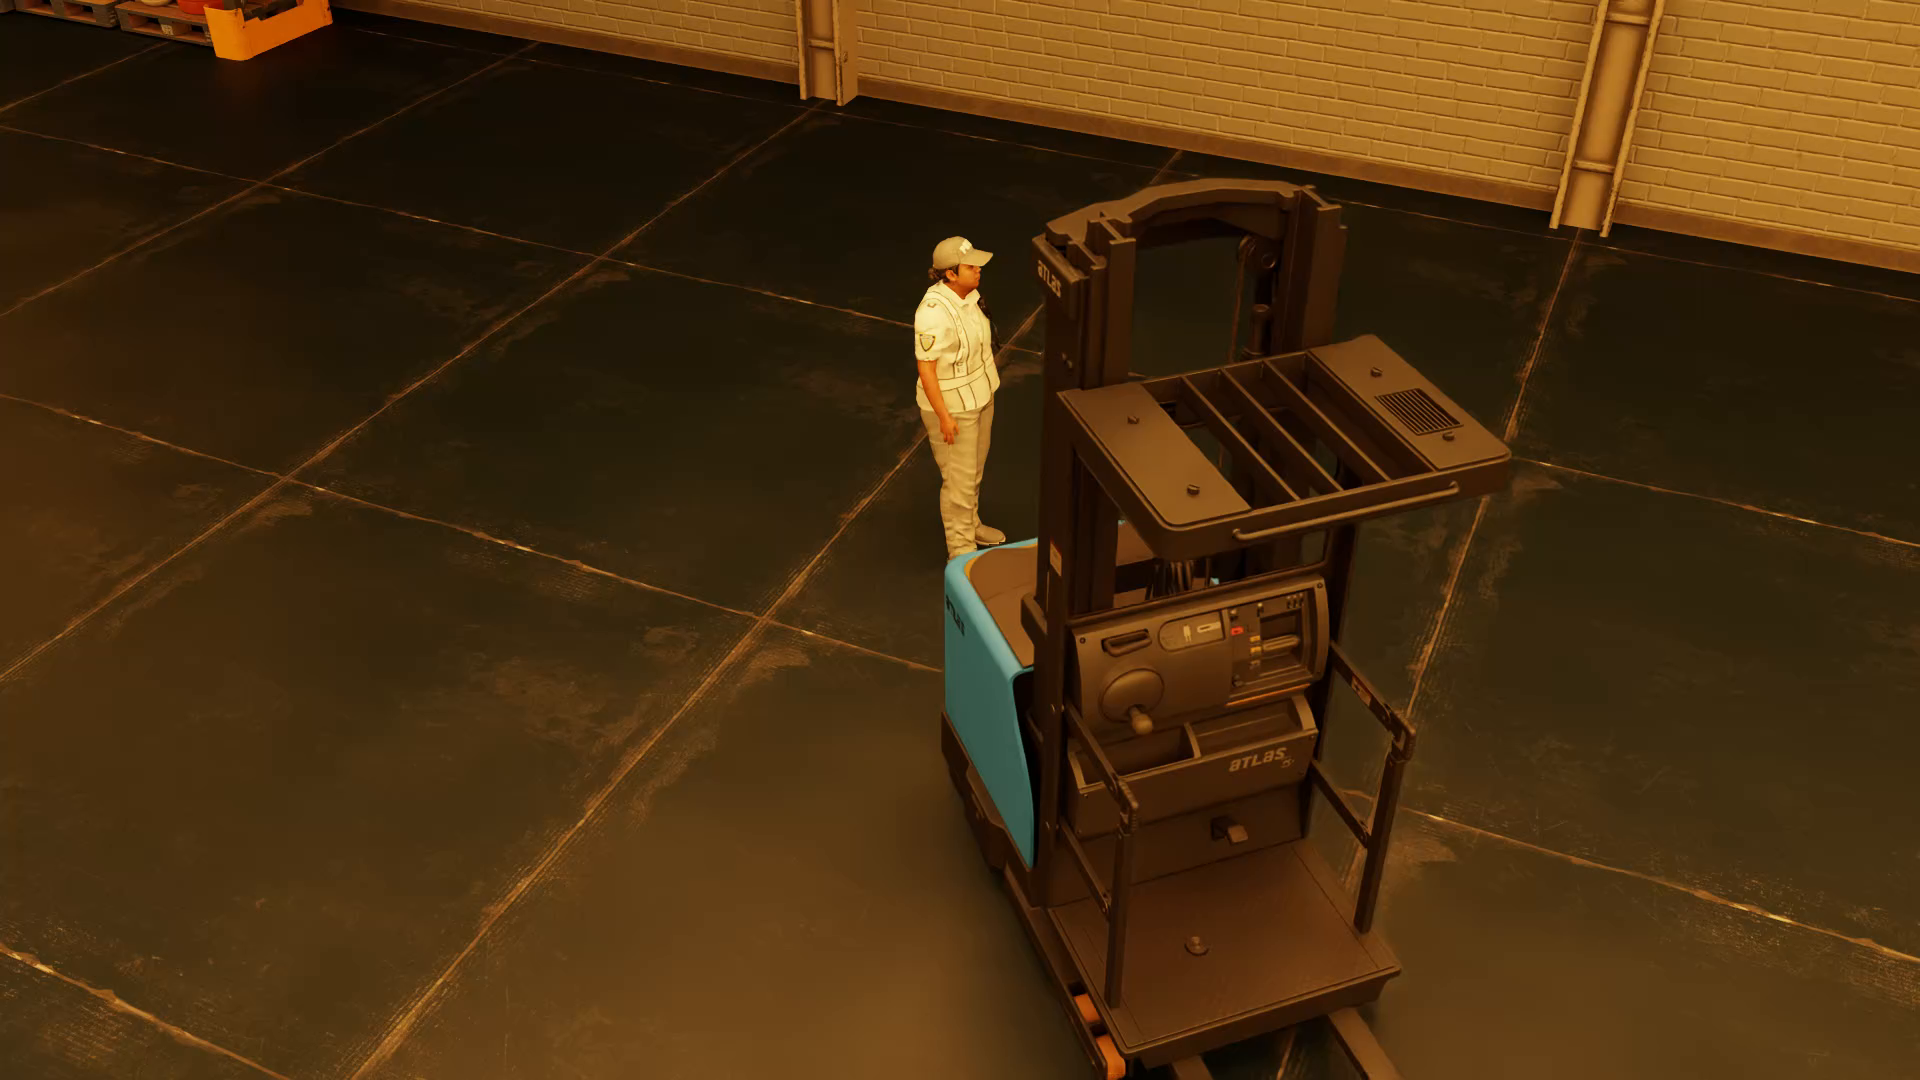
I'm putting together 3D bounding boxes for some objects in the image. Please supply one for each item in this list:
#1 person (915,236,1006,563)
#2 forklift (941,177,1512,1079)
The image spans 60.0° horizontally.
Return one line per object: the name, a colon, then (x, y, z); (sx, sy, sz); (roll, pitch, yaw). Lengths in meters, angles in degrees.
person: (0.060, -0.654, 8.080); (0.529, 1.670, 0.598); (15, 38, 20)
forklift: (0.898, 0.457, 5.446); (1.130, 2.935, 3.031); (-12, 37, -16)
